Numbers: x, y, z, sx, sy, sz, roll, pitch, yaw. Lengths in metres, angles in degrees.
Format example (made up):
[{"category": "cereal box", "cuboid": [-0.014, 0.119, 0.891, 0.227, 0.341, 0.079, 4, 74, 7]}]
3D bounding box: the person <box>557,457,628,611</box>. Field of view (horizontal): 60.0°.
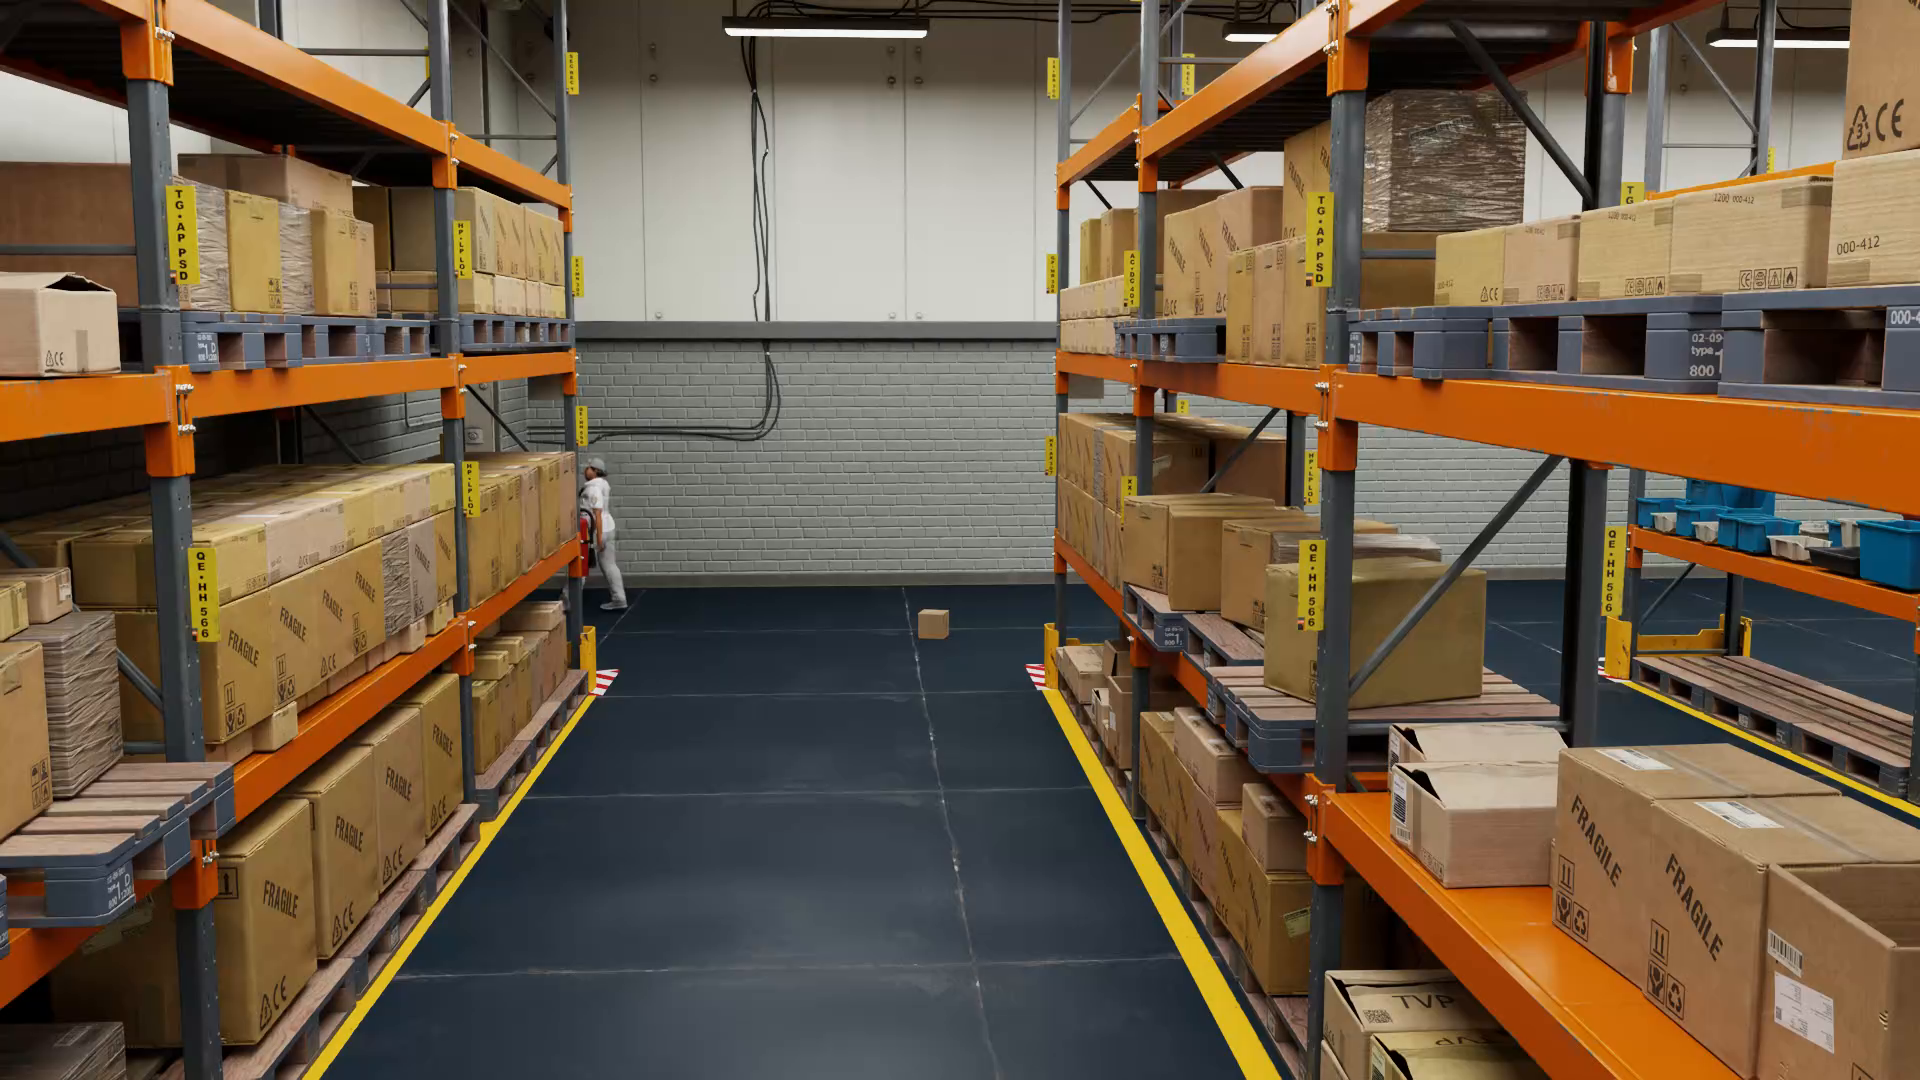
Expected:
[{"category": "person", "cuboid": [-3.959, -0.050, 17.662, 0.817, 1.666, 0.478, 1, 7, 9]}]
